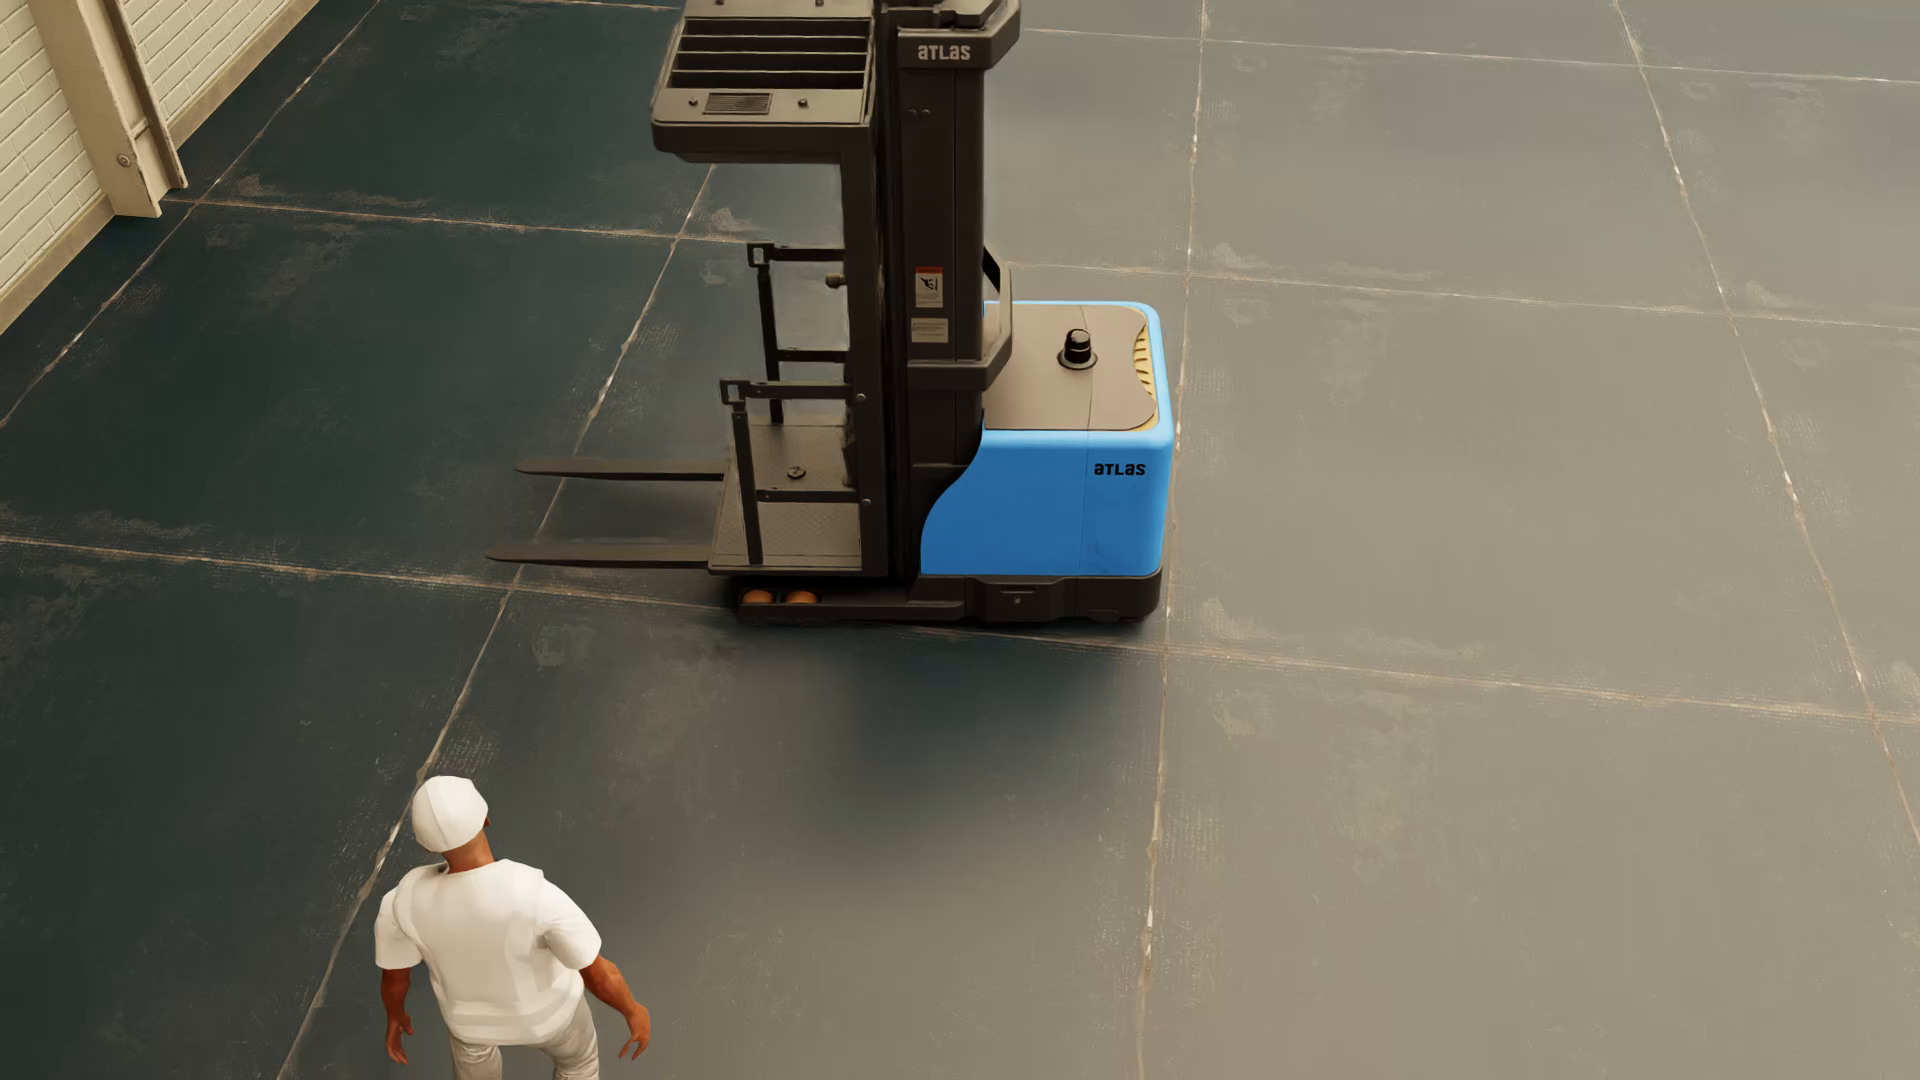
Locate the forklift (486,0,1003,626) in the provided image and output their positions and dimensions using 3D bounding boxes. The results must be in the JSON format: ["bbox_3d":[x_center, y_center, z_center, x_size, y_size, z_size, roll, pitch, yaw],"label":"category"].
[{"bbox_3d":[-0.617,-1.053,6.871,3.031,2.935,1.121,1,43,1],"label":"forklift"}]

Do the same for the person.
[{"bbox_3d":[-1.385,1.376,5.129,0.893,1.731,0.460,2,43,2],"label":"person"}]
